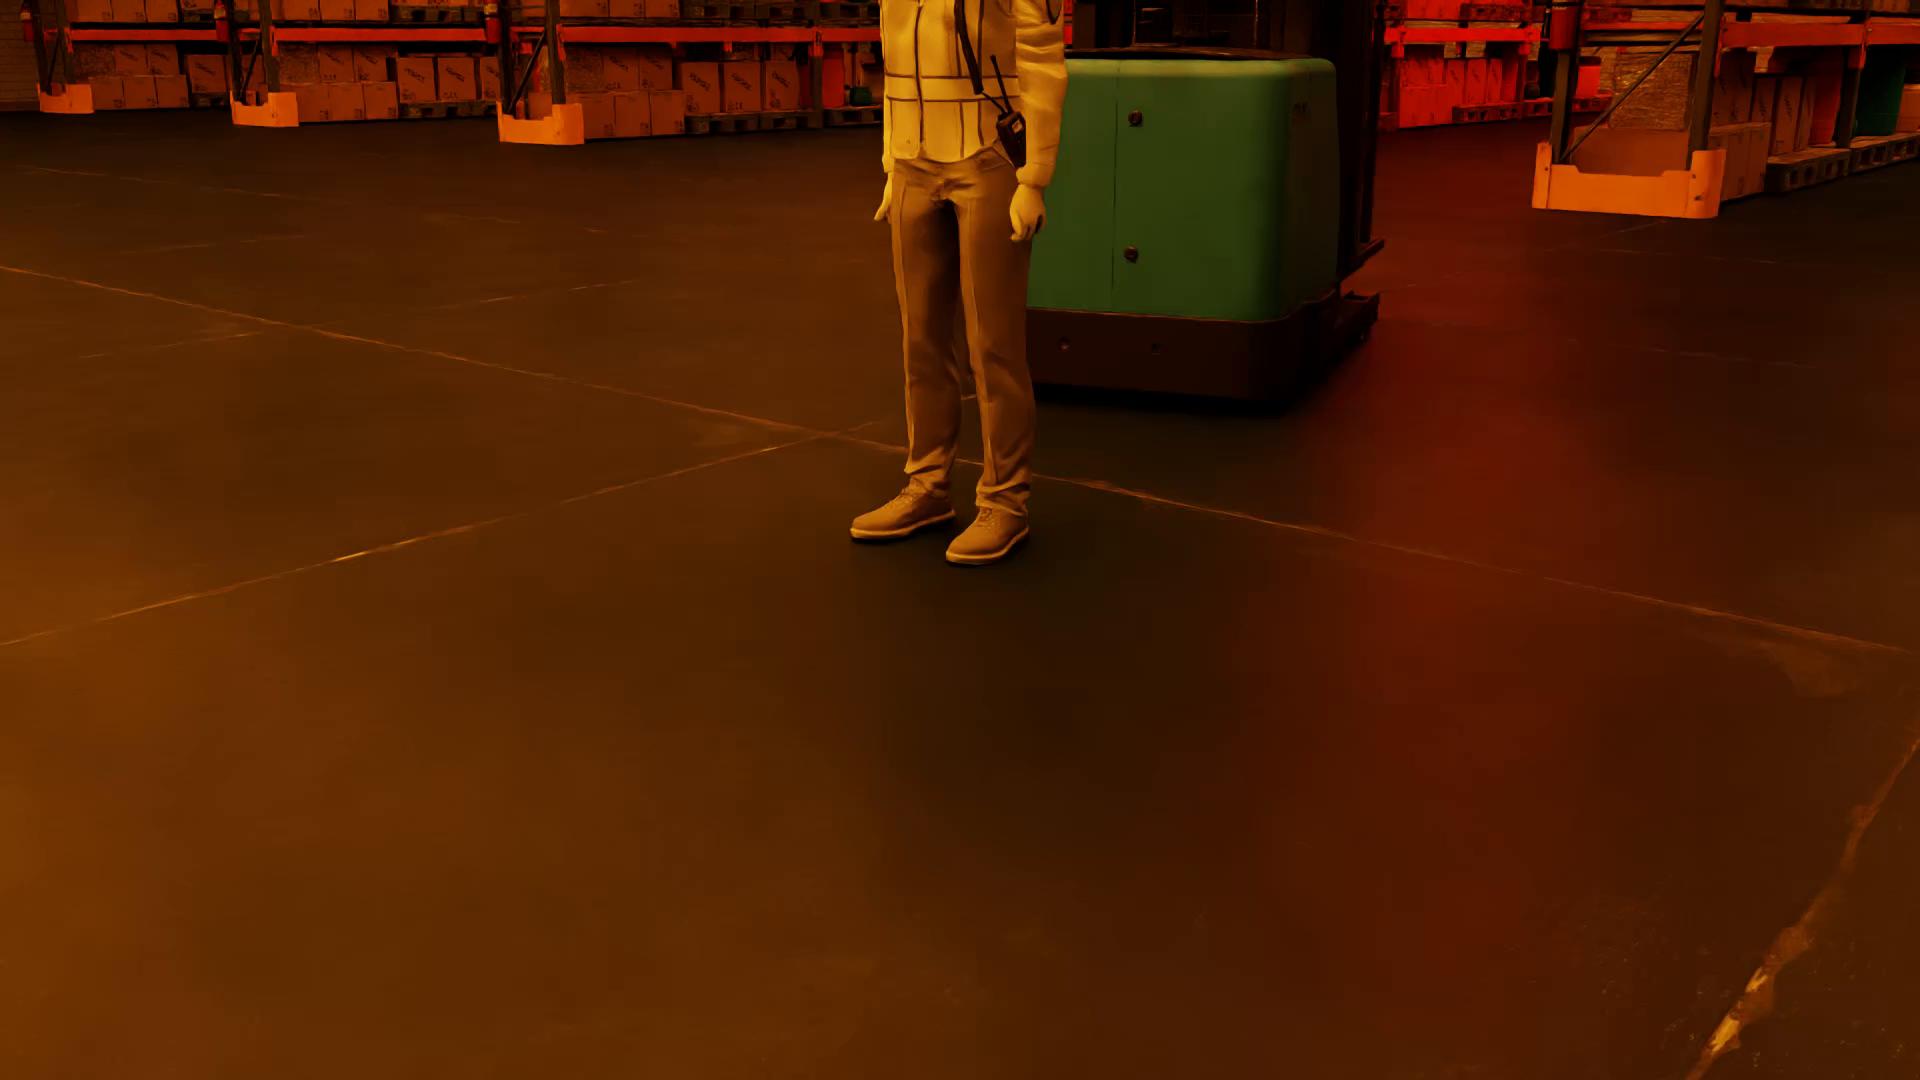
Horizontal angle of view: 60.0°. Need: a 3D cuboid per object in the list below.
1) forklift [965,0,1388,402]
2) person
[{"bbox_3d":[1.046,-2.221,6.212,1.130,2.935,3.031,7,18,21],"label":"forklift"},{"bbox_3d":[0.005,-0.806,3.693,0.461,1.694,0.354,13,21,37],"label":"person"}]
